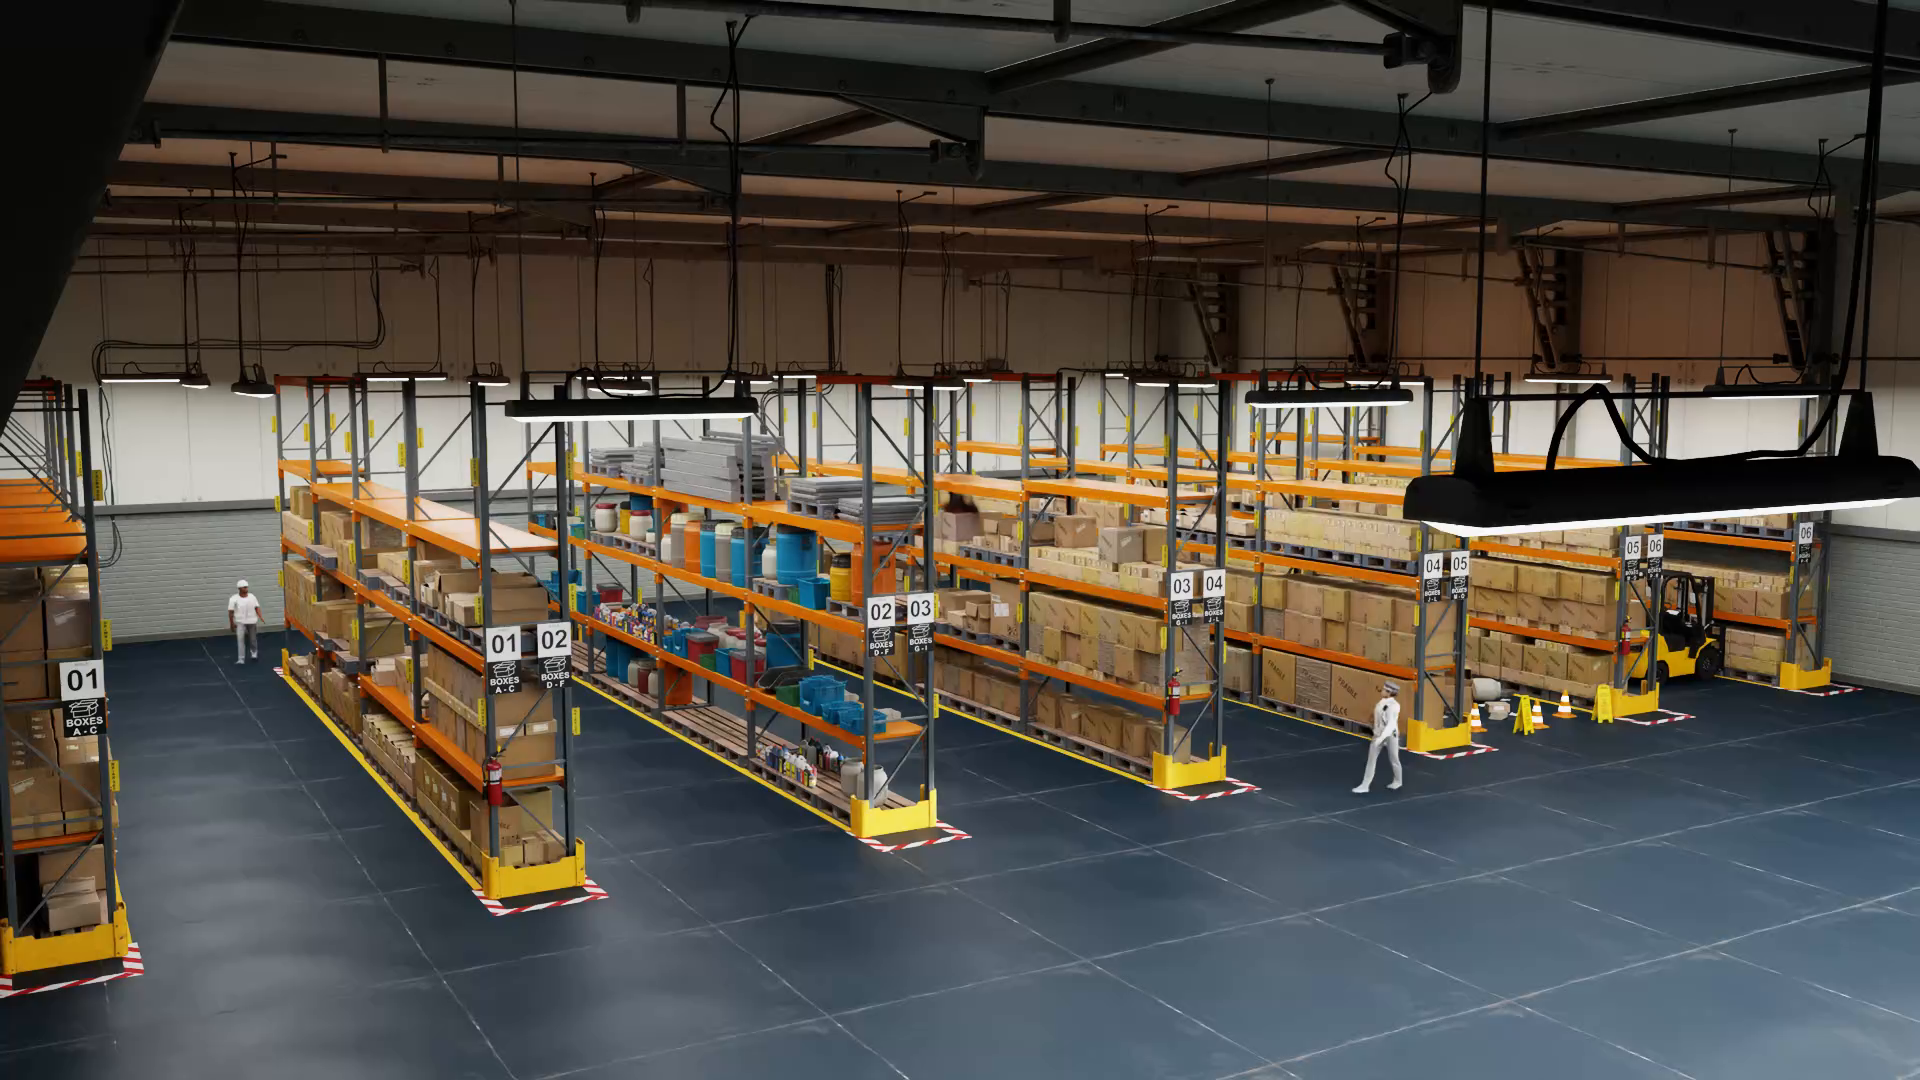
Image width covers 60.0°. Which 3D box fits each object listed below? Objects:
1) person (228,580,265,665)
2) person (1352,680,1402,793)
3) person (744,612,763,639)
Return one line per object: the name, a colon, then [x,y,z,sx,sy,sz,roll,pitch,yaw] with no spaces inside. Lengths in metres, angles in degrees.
person: [-14.777,1.697,34.469,0.688,1.720,1.060,-2,7,-20]
person: [6.139,2.853,24.152,0.936,1.643,0.459,-6,9,-44]
person: [-3.738,2.134,30.658,0.447,1.668,0.488,-3,7,-26]
